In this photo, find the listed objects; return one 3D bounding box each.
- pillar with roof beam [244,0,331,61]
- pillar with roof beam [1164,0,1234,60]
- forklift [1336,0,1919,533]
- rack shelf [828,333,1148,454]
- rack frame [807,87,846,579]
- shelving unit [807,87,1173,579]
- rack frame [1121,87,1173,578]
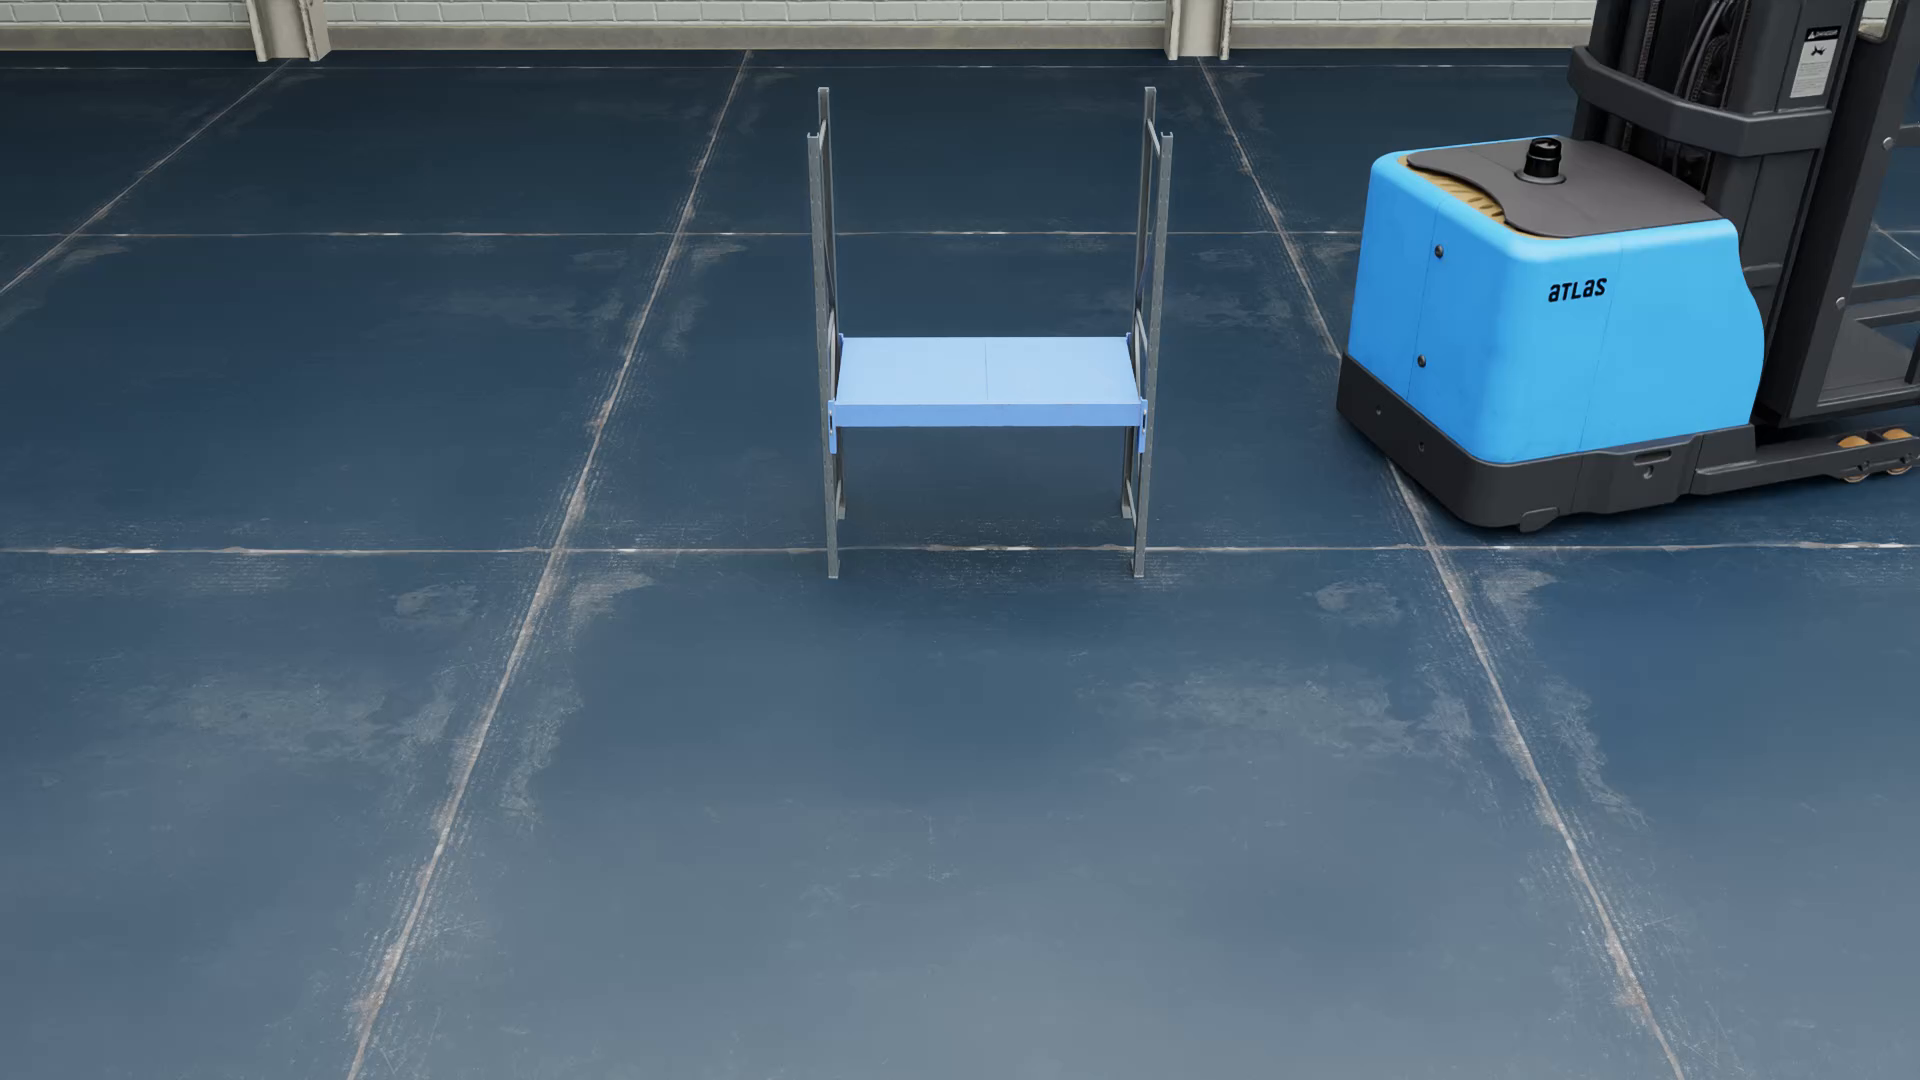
[{"bbox_3d":[-4.400,-4.845,5.060,0.400,9.000,9.100,0,31,0],"label":"pillar with roof beam"},{"bbox_3d":[1.600,-4.864,5.091,0.400,9.000,9.100,0,31,0],"label":"pillar with roof beam"},{"bbox_3d":[3.036,-1.716,5.752,3.031,2.935,1.130,-9,32,-15],"label":"forklift"},{"bbox_3d":[0.085,-0.488,5.455,1.000,0.185,0.538,0,31,0],"label":"rack shelf"},{"bbox_3d":[-0.423,-0.640,5.359,0.032,1.500,0.500,0,31,0],"label":"rack frame"},{"bbox_3d":[0.085,-0.641,5.361,1.048,1.500,0.538,0,31,0],"label":"shelving unit"},{"bbox_3d":[0.594,-0.643,5.364,0.032,1.500,0.500,0,31,0],"label":"rack frame"}]
